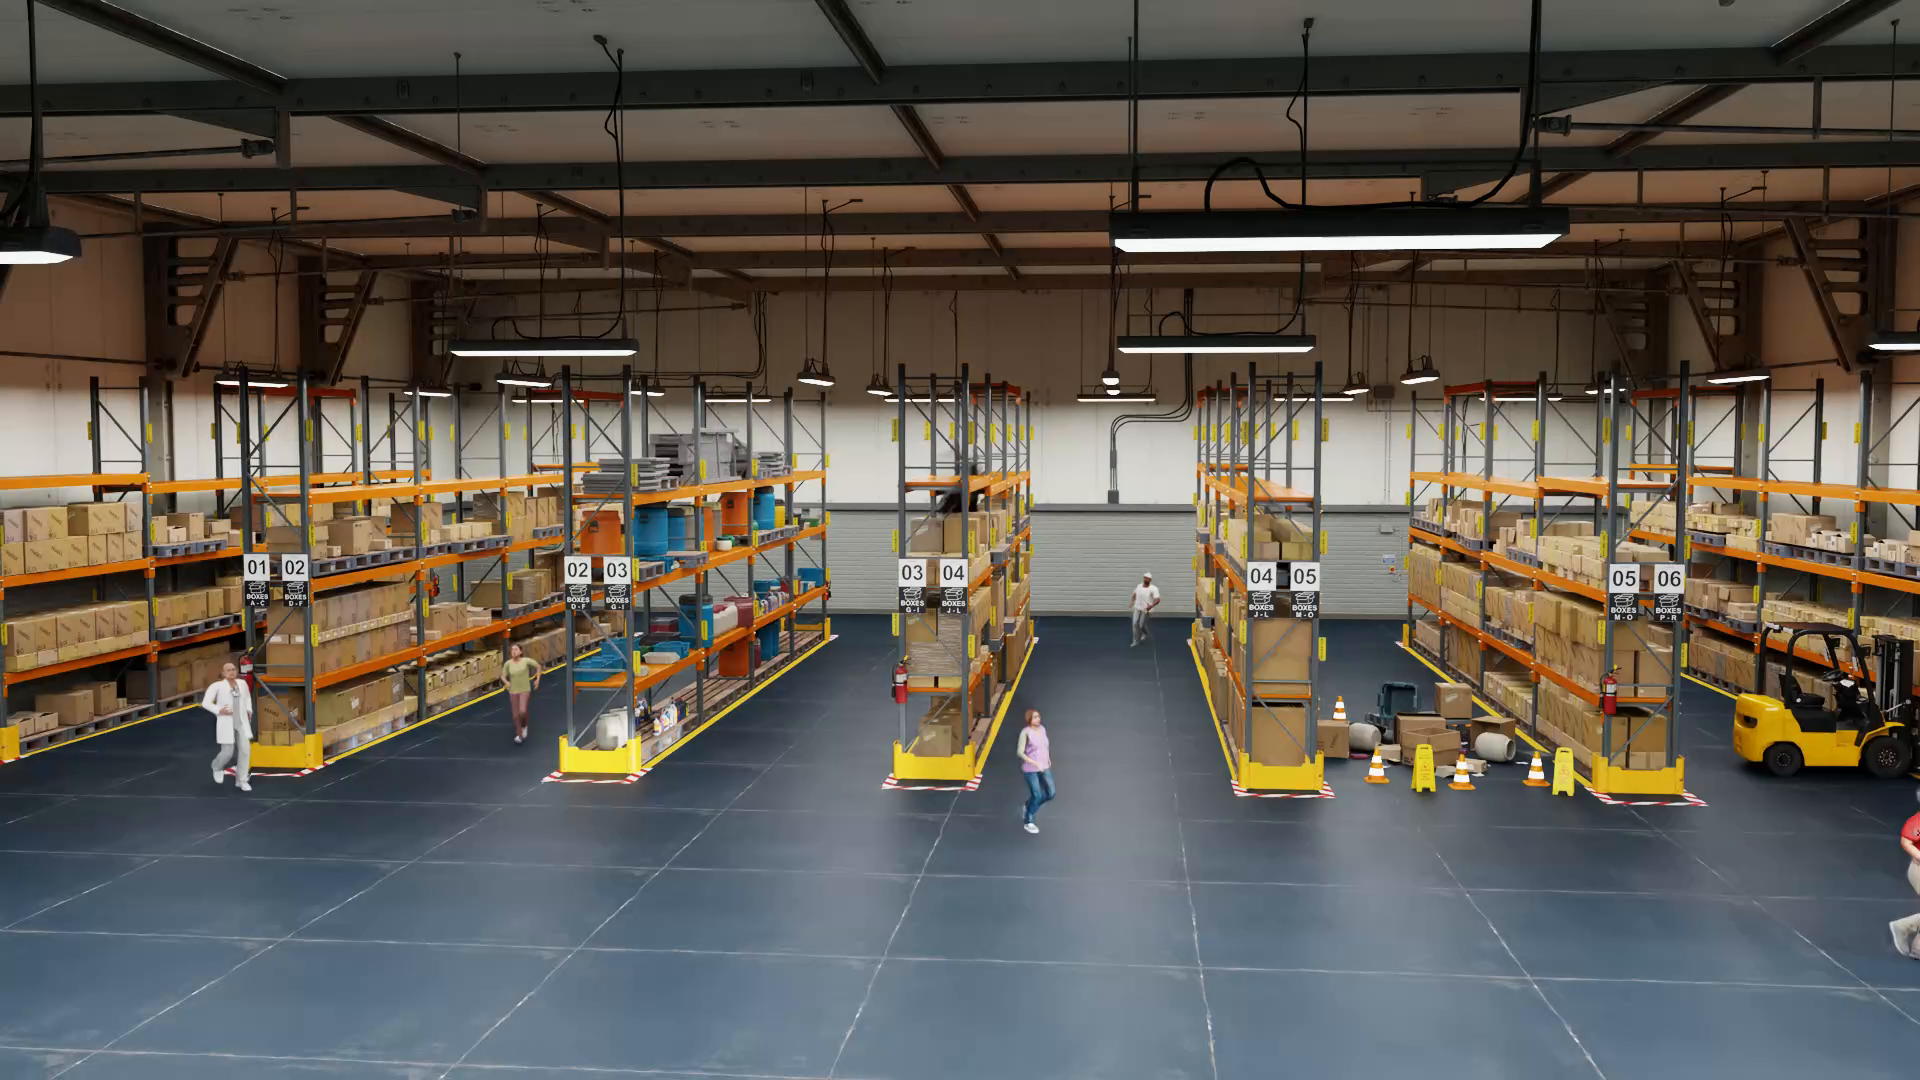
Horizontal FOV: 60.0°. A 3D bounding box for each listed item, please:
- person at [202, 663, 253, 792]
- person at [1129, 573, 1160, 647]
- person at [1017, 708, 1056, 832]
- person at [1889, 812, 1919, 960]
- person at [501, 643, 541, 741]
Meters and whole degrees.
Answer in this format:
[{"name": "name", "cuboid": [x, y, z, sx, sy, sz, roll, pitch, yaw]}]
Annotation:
[{"name": "person", "cuboid": [-10.279, 2.622, 23.425, 0.872, 1.785, 0.722, 4, 5, 44]}, {"name": "person", "cuboid": [4.323, 1.641, 39.191, 0.754, 1.728, 0.714, 2, 4, 34]}, {"name": "person", "cuboid": [0.967, 2.890, 20.851, 0.550, 1.561, 0.478, -3, 5, -39]}, {"name": "person", "cuboid": [9.158, 3.152, 15.688, 0.644, 1.680, 0.595, -3, 5, -41]}, {"name": "person", "cuboid": [-7.083, 2.463, 26.777, 0.596, 1.622, 0.716, 0, 4, -1]}]
